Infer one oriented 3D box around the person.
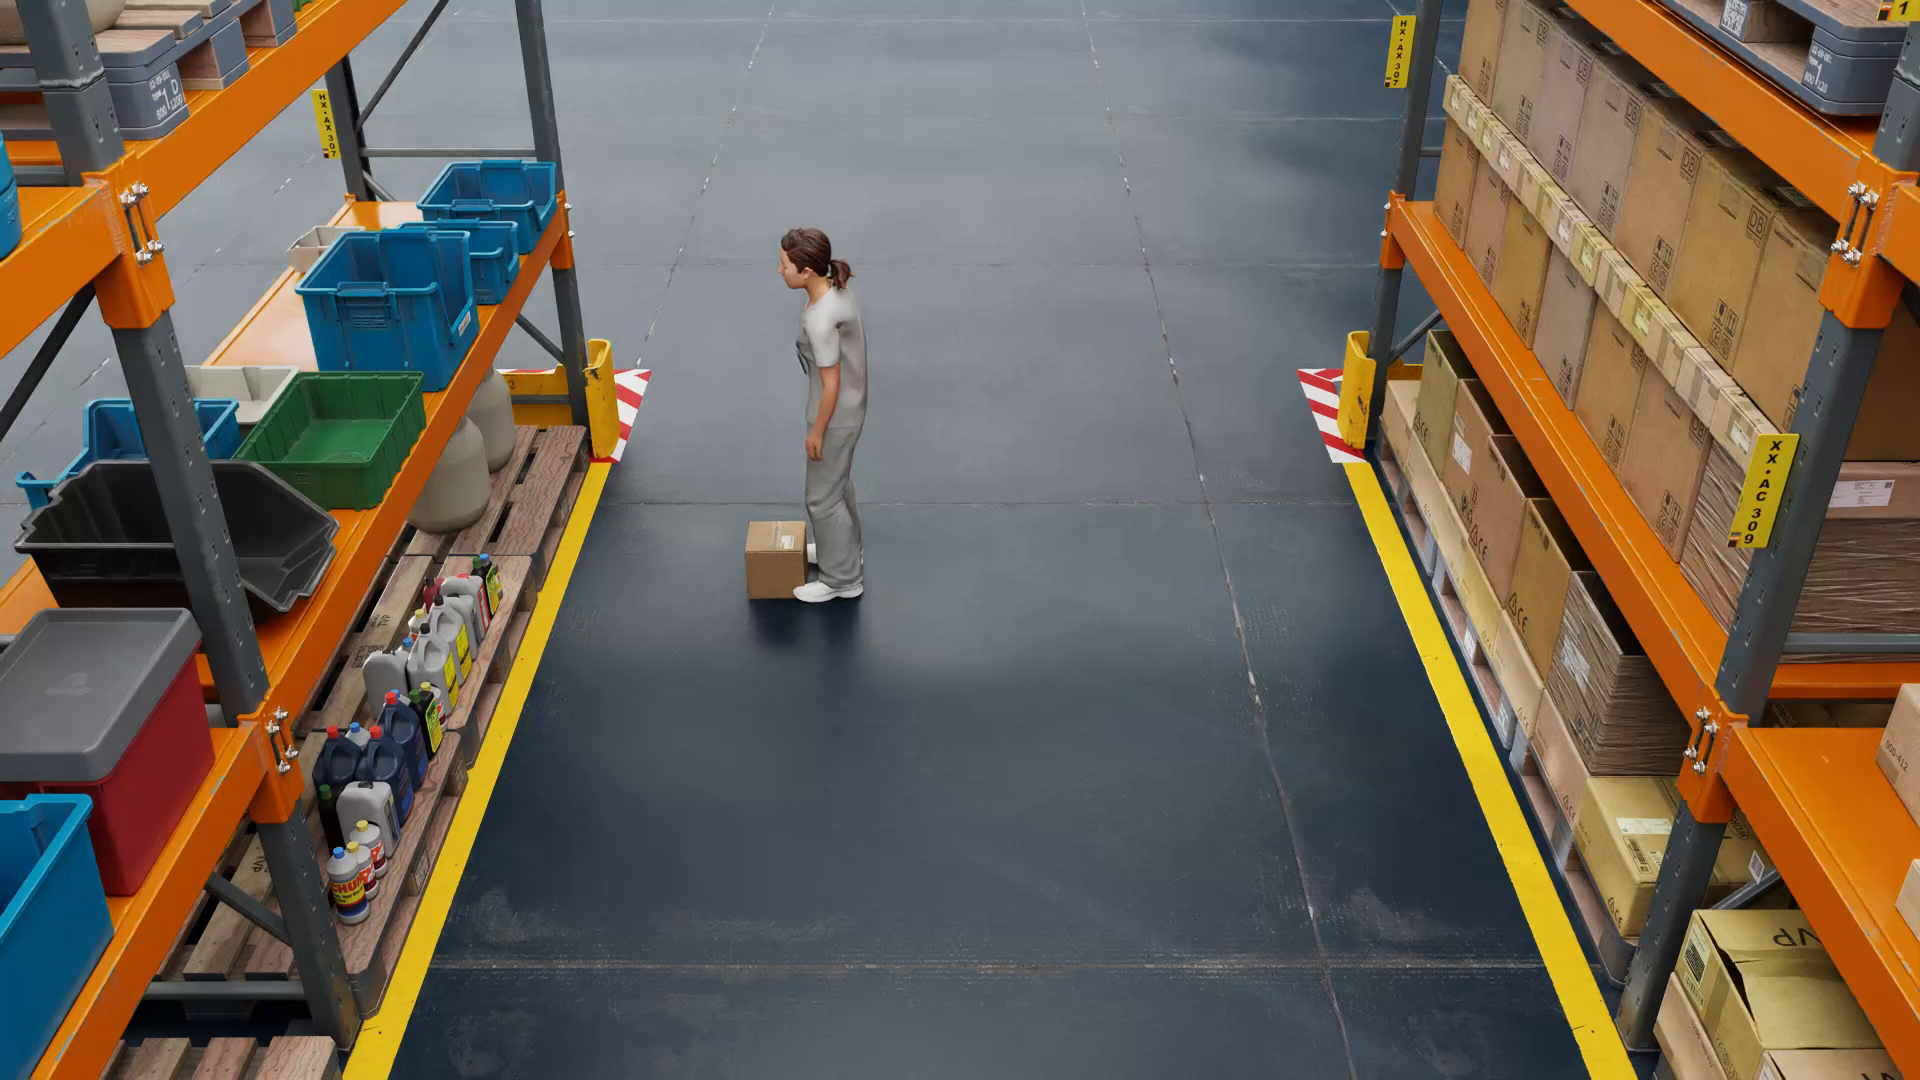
[{"bbox_3d":[-0.560,-0.424,7.049,0.359,1.436,0.486,0,32,0],"label":"person"}]
